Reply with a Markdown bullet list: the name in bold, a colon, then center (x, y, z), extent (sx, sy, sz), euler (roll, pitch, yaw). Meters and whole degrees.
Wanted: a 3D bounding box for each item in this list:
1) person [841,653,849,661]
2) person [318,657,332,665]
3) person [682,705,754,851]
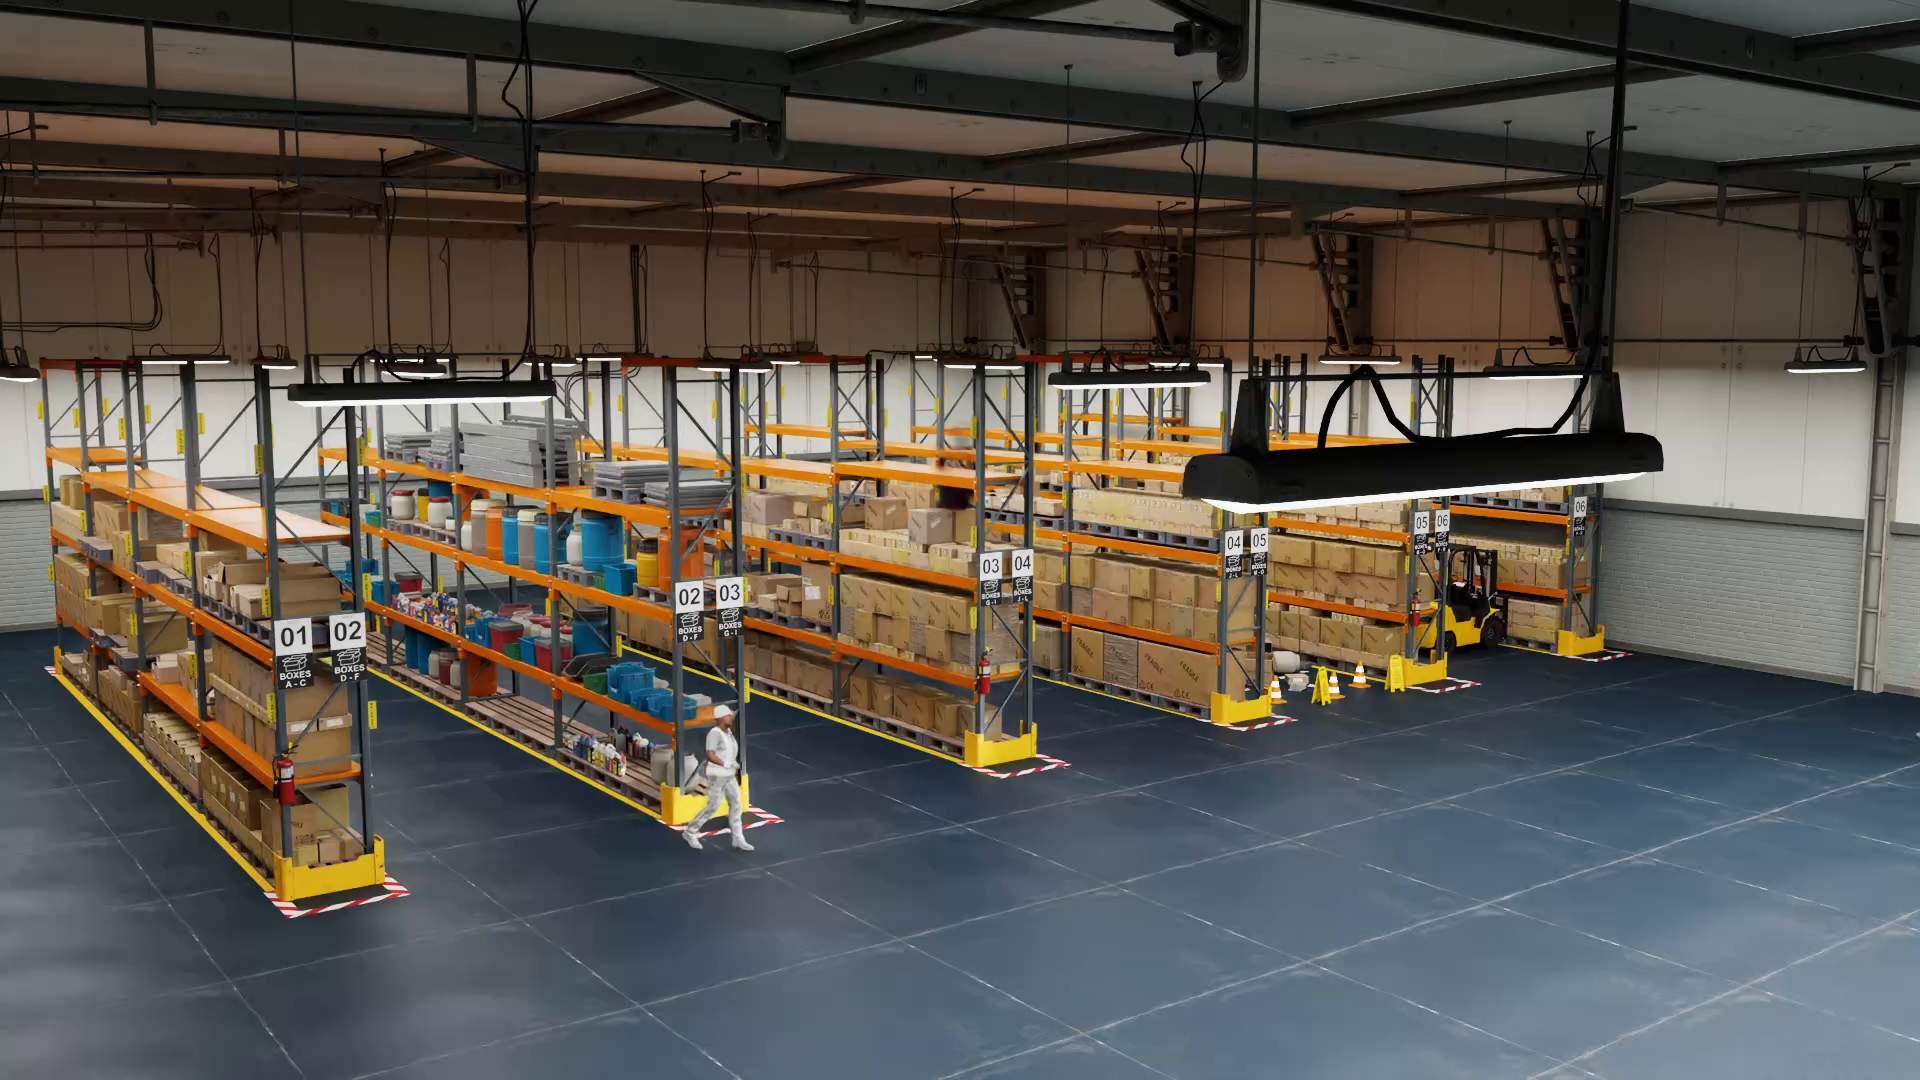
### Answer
- **person**: center (-2.271, 1.657, 32.122), extent (0.590, 1.655, 0.633), euler (-6, 9, -40)
- **person**: center (-10.464, 2.102, 27.713), extent (0.984, 1.756, 0.697), euler (6, 9, 42)
- **person**: center (-2.963, 2.949, 20.766), extent (0.895, 1.780, 0.736), euler (1, 7, 11)
